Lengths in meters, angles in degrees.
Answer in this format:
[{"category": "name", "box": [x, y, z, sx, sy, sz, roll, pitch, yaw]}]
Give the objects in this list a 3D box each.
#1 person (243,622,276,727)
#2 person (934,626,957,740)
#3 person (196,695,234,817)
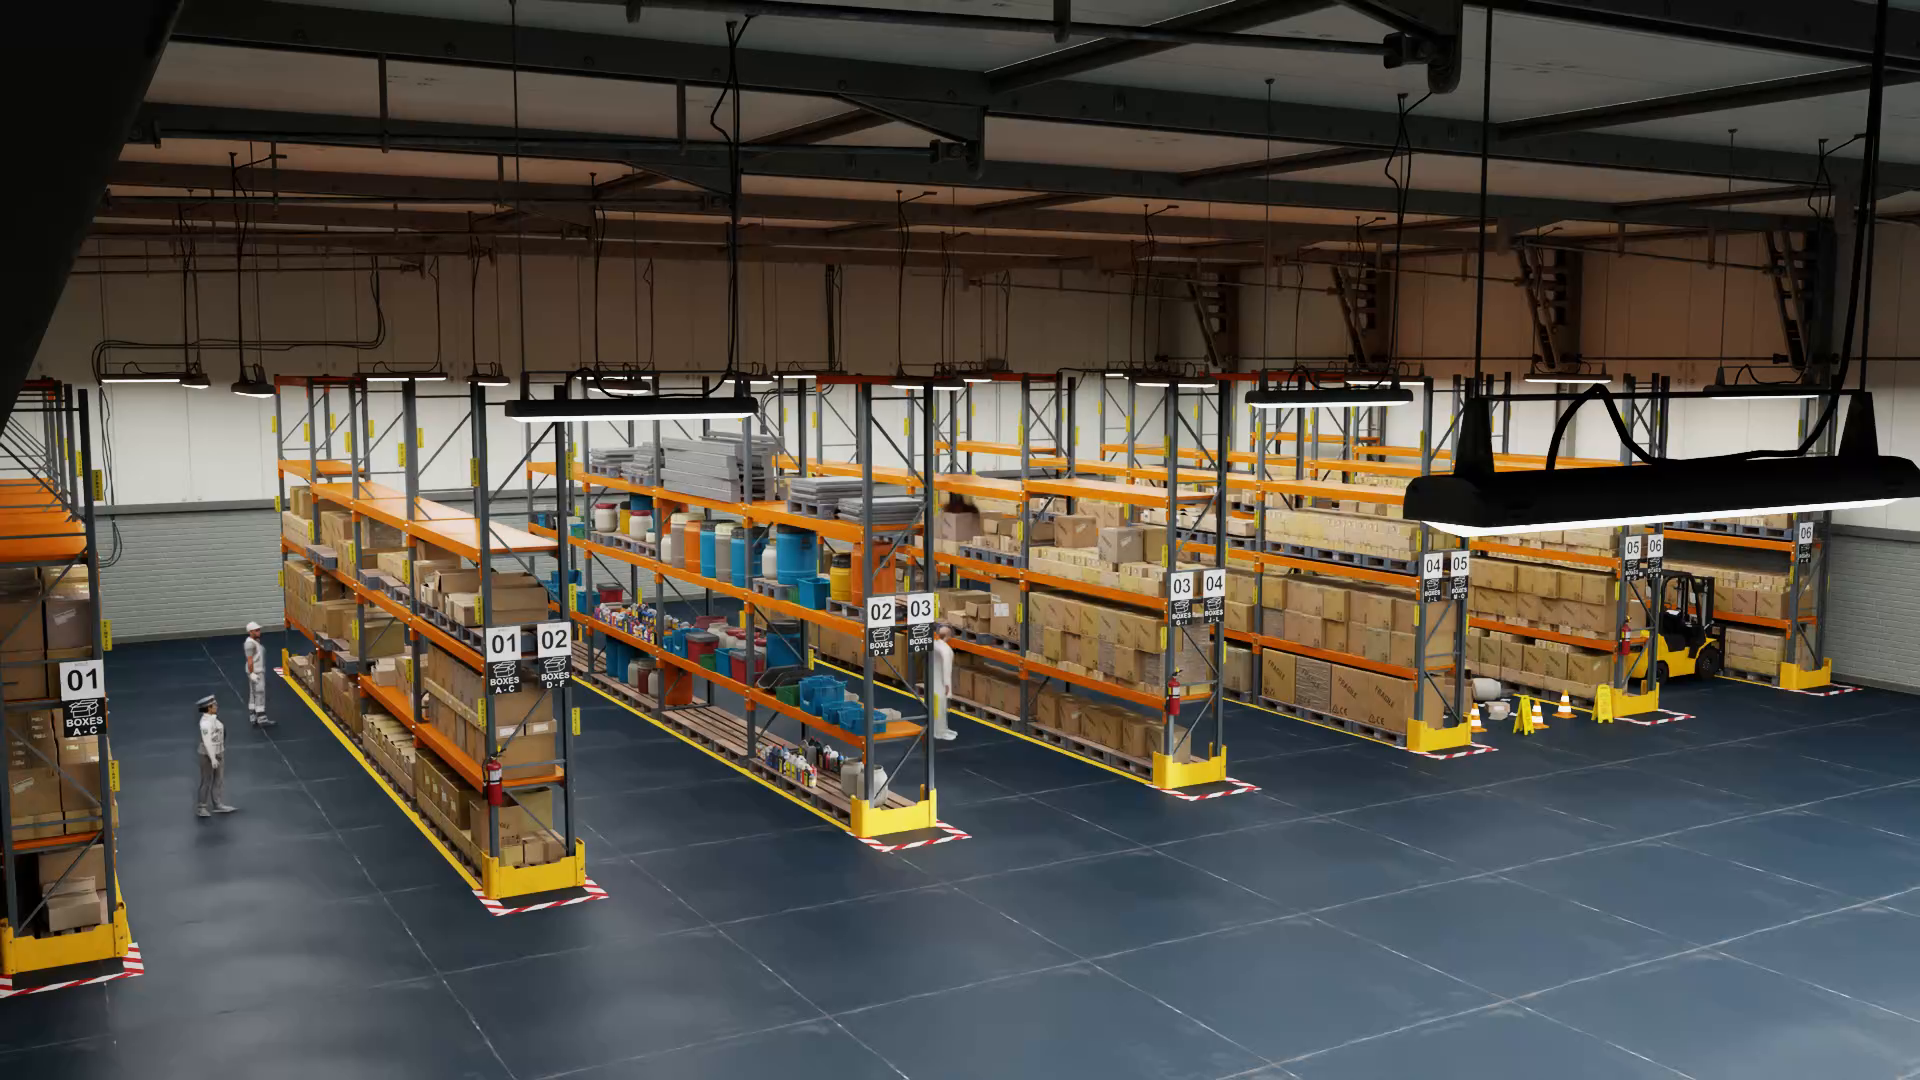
[{"category": "person", "box": [-12.118, 2.300, 28.737, 0.458, 1.792, 0.564, -3, 7, -28]}, {"category": "person", "box": [-0.252, 2.270, 26.507, 0.423, 1.798, 0.619, -2, 6, -16]}, {"category": "person", "box": [-10.383, 2.979, 23.029, 0.419, 1.685, 0.509, 1, 6, 6]}]
